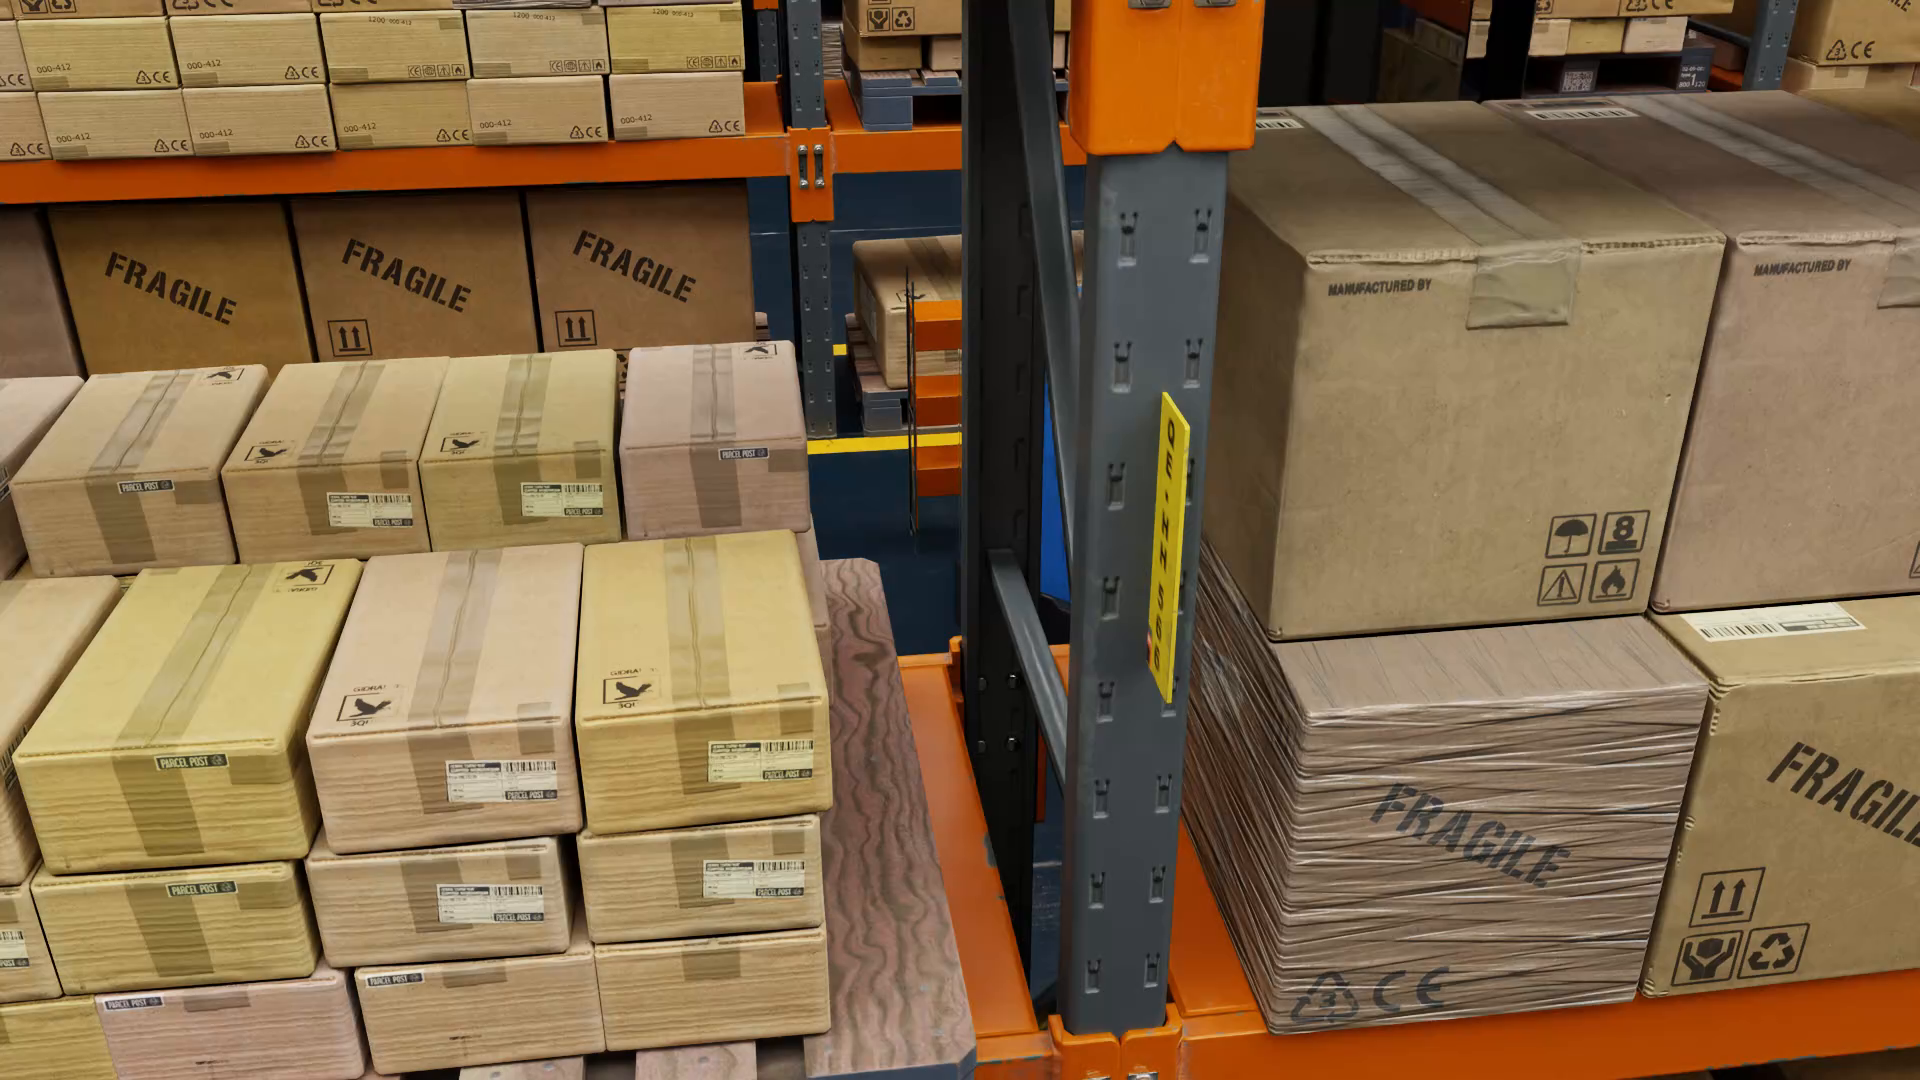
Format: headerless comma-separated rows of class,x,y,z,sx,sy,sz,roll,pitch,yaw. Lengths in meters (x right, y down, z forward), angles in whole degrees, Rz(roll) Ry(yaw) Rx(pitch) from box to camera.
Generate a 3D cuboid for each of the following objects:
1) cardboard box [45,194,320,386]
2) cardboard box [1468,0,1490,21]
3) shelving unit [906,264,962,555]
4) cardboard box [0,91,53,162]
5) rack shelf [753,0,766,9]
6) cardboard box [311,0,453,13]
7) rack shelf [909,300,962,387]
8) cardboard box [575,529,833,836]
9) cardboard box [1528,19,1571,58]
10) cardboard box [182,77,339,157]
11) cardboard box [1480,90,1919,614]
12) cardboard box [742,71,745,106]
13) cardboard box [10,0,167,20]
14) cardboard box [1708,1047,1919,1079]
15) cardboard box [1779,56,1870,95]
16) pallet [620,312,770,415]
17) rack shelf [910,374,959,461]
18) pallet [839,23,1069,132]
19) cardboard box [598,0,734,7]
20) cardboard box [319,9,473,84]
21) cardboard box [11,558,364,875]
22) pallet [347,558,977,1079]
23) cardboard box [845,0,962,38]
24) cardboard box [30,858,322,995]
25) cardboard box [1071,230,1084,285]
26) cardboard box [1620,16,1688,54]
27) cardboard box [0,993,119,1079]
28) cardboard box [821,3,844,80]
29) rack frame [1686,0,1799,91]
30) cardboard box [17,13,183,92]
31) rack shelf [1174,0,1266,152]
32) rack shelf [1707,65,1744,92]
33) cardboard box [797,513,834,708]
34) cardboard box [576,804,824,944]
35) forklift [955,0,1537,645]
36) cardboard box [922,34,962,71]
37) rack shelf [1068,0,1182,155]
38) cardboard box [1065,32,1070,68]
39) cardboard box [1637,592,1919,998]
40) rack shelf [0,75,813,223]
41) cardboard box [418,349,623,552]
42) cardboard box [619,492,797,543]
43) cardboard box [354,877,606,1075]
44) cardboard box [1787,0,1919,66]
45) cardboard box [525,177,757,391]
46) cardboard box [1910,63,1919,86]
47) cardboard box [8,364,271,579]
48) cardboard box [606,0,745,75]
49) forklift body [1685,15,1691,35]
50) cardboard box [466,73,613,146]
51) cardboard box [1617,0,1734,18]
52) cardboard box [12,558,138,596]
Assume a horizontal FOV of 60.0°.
cardboard box,-3.121,-1.109,6.993,0.875,0.875,0.875,-3,27,-6
cardboard box,1.876,-2.408,6.762,0.500,0.500,0.500,-3,27,-5
shelving unit,-0.053,-0.464,6.004,0.252,1.050,0.215,-4,27,-7
cardboard box,-3.633,-1.606,6.259,0.500,0.250,0.500,-4,27,-8
rack shelf,-3.332,-3.782,11.122,4.000,0.370,1.077,-4,27,-7
cardboard box,-2.132,-2.259,6.161,0.500,0.500,0.500,-4,27,-7
rack shelf,-0.053,-0.707,5.879,0.240,0.259,0.215,-4,27,-7
cardboard box,-0.288,0.145,1.846,0.250,0.149,0.380,-5,28,-9
cardboard box,2.320,-2.116,6.903,0.250,0.149,0.380,-4,27,-8
cardboard box,-2.627,-1.659,6.363,0.500,0.250,0.500,-4,27,-8
cardboard box,1.080,-0.300,2.344,0.500,0.500,0.700,-4,27,-8
cardboard box,-1.176,-2.001,7.029,0.500,0.250,0.500,-4,27,-8
cardboard box,-3.145,-2.194,6.035,0.500,0.500,0.500,-4,27,-8
cardboard box,1.614,1.005,3.010,0.750,0.750,1.050,-3,27,-6
cardboard box,3.661,-2.003,7.143,0.250,0.149,0.380,-4,27,-7
pallet,-1.448,-0.729,7.439,1.213,0.211,1.003,-4,27,-7
rack shelf,-0.053,-0.454,6.009,0.240,0.259,0.215,-4,27,-7
pallet,0.034,-1.993,7.059,1.003,0.211,1.213,-4,27,-7
cardboard box,-1.132,-2.323,6.288,0.500,0.500,0.500,-4,27,-9
cardboard box,-2.112,-1.919,6.321,0.500,0.250,0.500,-4,27,-8
cardboard box,-0.797,0.176,1.784,0.250,0.149,0.380,-3,27,-6
pallet,-0.558,0.425,2.346,1.003,0.211,1.213,-4,27,-7
cardboard box,-0.179,-2.273,6.499,0.500,0.500,0.500,-4,27,-9
cardboard box,-0.817,0.312,1.846,0.250,0.149,0.380,-3,27,-6
cardboard box,0.634,-1.085,7.497,0.625,0.372,0.950,-4,27,-8
cardboard box,2.834,-2.157,6.984,0.250,0.149,0.380,-3,27,-6
cardboard box,-1.039,0.456,1.891,0.250,0.149,0.380,-4,27,-8
cardboard box,-0.732,-3.393,11.718,0.625,0.625,0.875,-3,27,-5
rack frame,3.305,-2.240,7.329,0.127,3.000,1.000,-4,27,-7
cardboard box,-3.127,-1.853,6.192,0.500,0.250,0.500,-3,27,-6
rack shelf,2.114,-0.896,2.212,4.000,0.370,1.077,-4,27,-7
rack shelf,5.285,-2.047,7.741,4.000,0.370,1.077,-4,27,-7
cardboard box,-0.338,0.108,2.569,0.250,0.149,0.380,-4,27,-8
cardboard box,-0.292,0.276,1.916,0.250,0.149,0.380,-3,27,-6
forklift,1.463,-0.737,4.476,3.031,2.935,1.130,19,33,33
cardboard box,-0.024,-2.000,6.677,0.250,0.149,0.380,-5,28,-10
rack shelf,-1.847,-0.641,1.716,4.000,0.370,1.077,-4,27,-7
cardboard box,0.529,-2.004,6.686,0.250,0.149,0.380,-4,27,-7
cardboard box,1.119,0.261,2.345,0.500,0.500,0.500,-4,27,-8
rack shelf,-2.637,-1.538,6.750,4.000,0.370,1.077,-4,27,-7
cardboard box,-0.617,-0.134,2.388,0.250,0.149,0.380,-4,27,-9
cardboard box,-0.373,-0.021,2.495,0.250,0.149,0.380,-2,27,-5
cardboard box,-0.537,0.425,1.951,0.250,0.149,0.380,-4,27,-7
cardboard box,3.779,-2.318,7.047,0.500,0.500,0.500,-4,27,-7
cardboard box,-1.352,-1.220,7.210,0.875,0.875,0.875,-4,27,-8
cardboard box,4.163,-2.073,7.280,0.250,0.149,0.380,-4,27,-7
cardboard box,-1.123,-0.103,2.329,0.250,0.149,0.380,-5,28,-9
cardboard box,-1.101,-1.995,6.470,0.500,0.250,0.500,-4,27,-7
forklift body,4.947,-3.415,10.549,1.214,2.155,2.313,-4,27,-7
cardboard box,-1.625,-1.729,6.499,0.500,0.250,0.500,-3,27,-6
cardboard box,2.879,-2.470,6.883,0.500,0.500,0.500,-4,27,-8
cardboard box,-1.155,0.031,2.392,0.250,0.149,0.380,-4,27,-7
